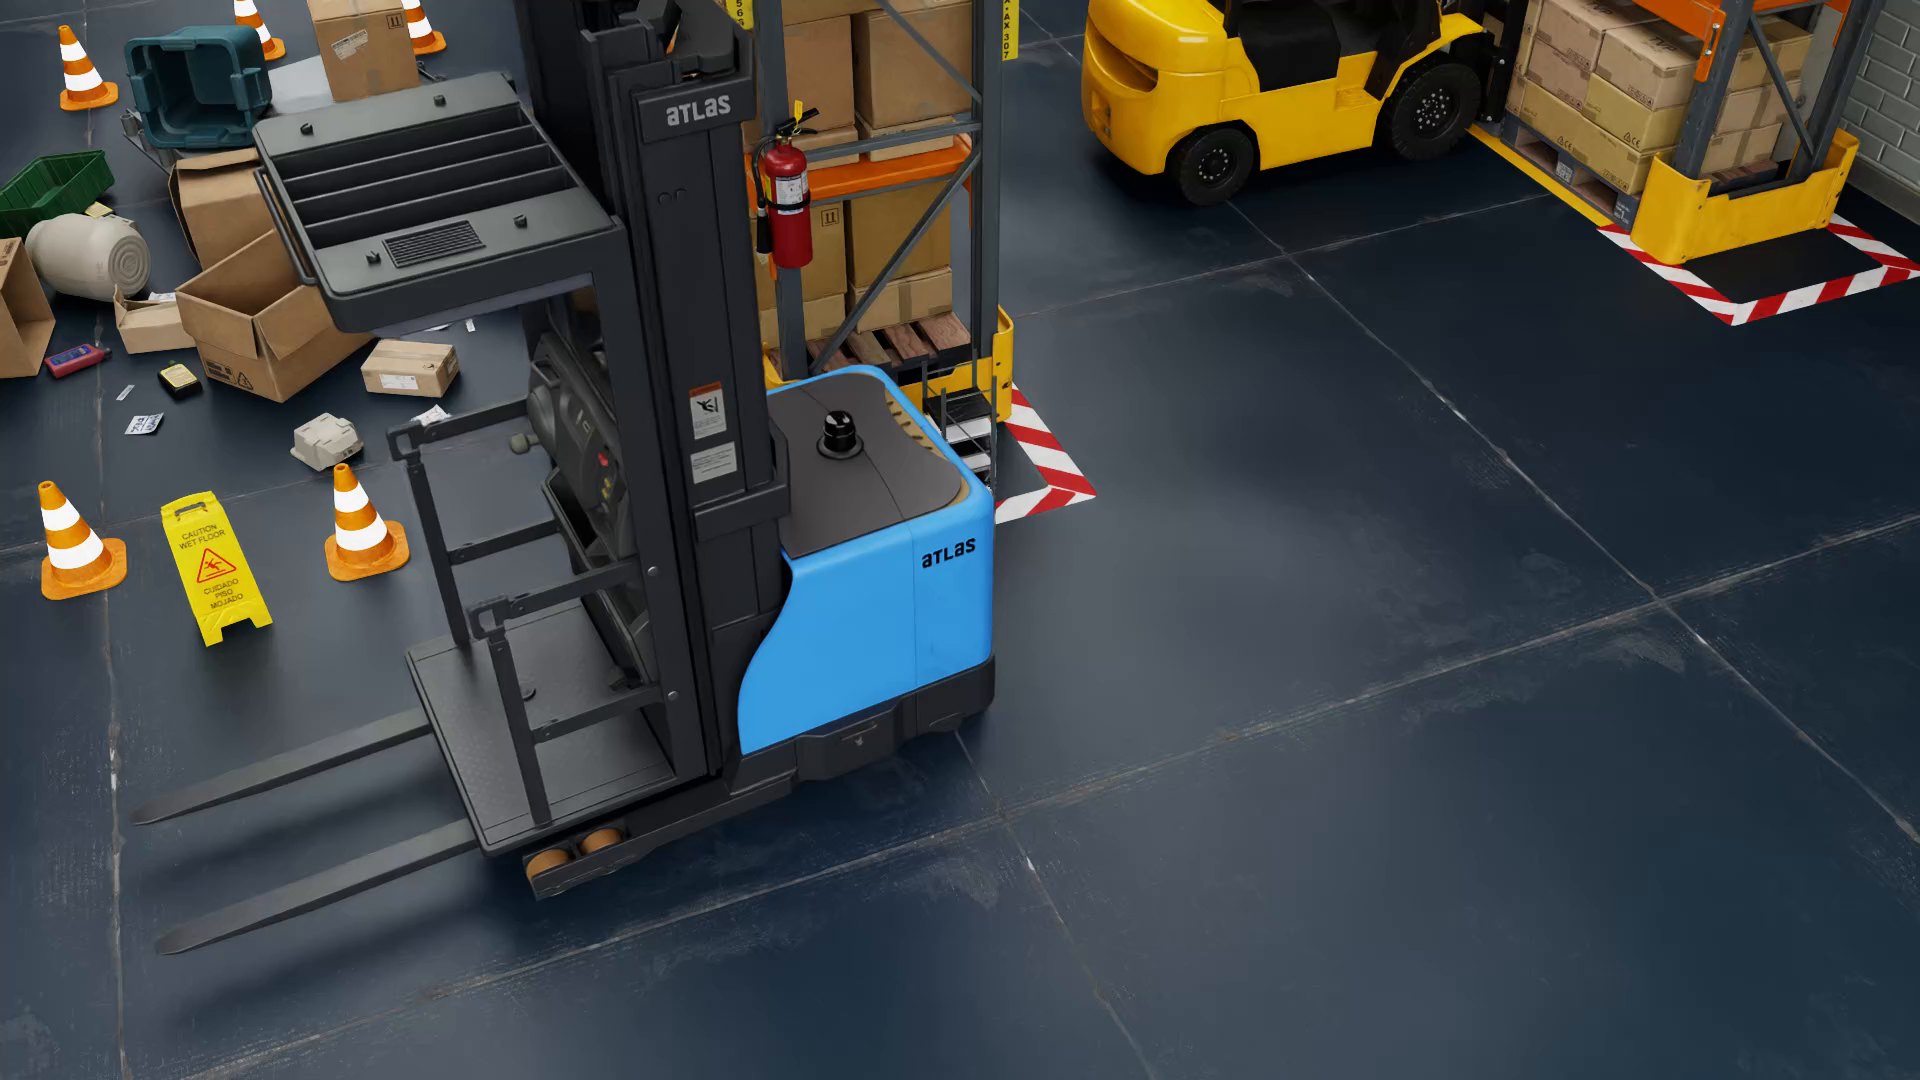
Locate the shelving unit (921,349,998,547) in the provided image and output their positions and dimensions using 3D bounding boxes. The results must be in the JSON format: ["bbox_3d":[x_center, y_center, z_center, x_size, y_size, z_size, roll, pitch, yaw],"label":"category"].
[{"bbox_3d":[-0.003,-0.346,6.962,0.258,0.900,0.210,-15,43,-17],"label":"shelving unit"}]

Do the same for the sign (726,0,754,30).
[{"bbox_3d":[-0.831,-2.065,6.220,0.100,0.325,0.005,-15,43,-17],"label":"sign"}]

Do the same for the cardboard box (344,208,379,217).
[{"bbox_3d":[-3.513,-1.979,9.348,0.396,0.266,0.258,19,44,20],"label":"cardboard box"}]

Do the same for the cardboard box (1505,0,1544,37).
[{"bbox_3d":[3.406,-3.176,9.662,0.500,0.250,0.500,-15,43,-16],"label":"cardboard box"}]

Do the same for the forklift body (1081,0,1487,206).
[{"bbox_3d":[1.863,-3.238,9.366,2.313,2.155,1.214,-15,43,-17],"label":"forklift body"}]

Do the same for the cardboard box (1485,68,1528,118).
[{"bbox_3d":[3.437,-2.799,9.991,0.500,0.250,0.500,-15,43,-16],"label":"cardboard box"}]

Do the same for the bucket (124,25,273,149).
[{"bbox_3d":[-4.194,-2.574,9.288,0.726,0.611,0.620,-2,31,-2],"label":"bucket"}]

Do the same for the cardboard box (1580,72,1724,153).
[{"bbox_3d":[3.799,-2.394,9.137,0.500,0.250,0.500,-16,43,-17],"label":"cardboard box"}]

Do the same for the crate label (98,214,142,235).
[{"bbox_3d":[-4.640,-1.657,9.072,0.250,0.136,0.298,19,44,20],"label":"crate label"}]

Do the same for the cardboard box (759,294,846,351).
[{"bbox_3d":[-0.878,-1.183,8.112,0.500,0.250,0.500,-15,43,-17],"label":"cardboard box"}]

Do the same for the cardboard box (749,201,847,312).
[{"bbox_3d":[-0.858,-1.451,7.848,0.500,0.500,0.500,-15,43,-17],"label":"cardboard box"}]

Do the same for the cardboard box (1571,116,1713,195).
[{"bbox_3d":[3.802,-2.194,9.287,0.500,0.250,0.500,-15,43,-17],"label":"cardboard box"}]

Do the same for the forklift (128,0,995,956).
[{"bbox_3d":[-1.410,-0.265,5.310,3.031,2.935,1.130,-19,44,-21],"label":"forklift"}]

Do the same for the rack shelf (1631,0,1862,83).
[{"bbox_3d":[3.509,-3.805,9.926,1.077,0.370,4.000,-15,43,-17],"label":"rack shelf"}]

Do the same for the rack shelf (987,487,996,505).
[{"bbox_3d":[-0.003,-0.184,7.101,0.258,0.077,0.200,-15,43,-17],"label":"rack shelf"}]

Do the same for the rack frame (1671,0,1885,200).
[{"bbox_3d":[4.274,-2.873,8.290,1.000,3.000,0.127,-15,43,-17],"label":"rack frame"}]

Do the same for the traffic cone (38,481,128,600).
[{"bbox_3d":[-3.737,-0.049,6.952,0.336,0.463,0.334,-15,43,-17],"label":"traffic cone"}]

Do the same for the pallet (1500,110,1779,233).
[{"bbox_3d":[3.942,-2.266,9.723,1.003,0.211,1.213,-15,43,-17],"label":"pallet"}]

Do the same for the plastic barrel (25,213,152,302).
[{"bbox_3d":[-4.525,-1.468,8.633,0.512,0.421,0.421,12,42,13],"label":"plastic barrel"}]

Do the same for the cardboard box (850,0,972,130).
[{"bbox_3d":[-0.236,-2.137,7.130,0.500,0.500,0.500,-16,43,-18],"label":"cardboard box"}]

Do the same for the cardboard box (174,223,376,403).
[{"bbox_3d":[-3.322,-1.112,8.157,0.637,0.503,0.797,19,44,20],"label":"cardboard box"}]

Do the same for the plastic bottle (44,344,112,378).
[{"bbox_3d":[-4.372,-0.902,8.252,0.283,0.061,0.133,-31,49,-31],"label":"plastic bottle"}]

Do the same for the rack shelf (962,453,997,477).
[{"bbox_3d":[-0.003,-0.321,6.984,0.258,0.077,0.200,-15,43,-17],"label":"rack shelf"}]

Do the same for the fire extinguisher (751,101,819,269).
[{"bbox_3d":[-0.693,-1.419,6.659,0.296,0.674,0.183,-15,43,-17],"label":"fire extinguisher"}]

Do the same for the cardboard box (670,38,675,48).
[{"bbox_3d":[-1.206,-2.462,8.005,0.380,0.149,0.250,-16,43,-17],"label":"cardboard box"}]

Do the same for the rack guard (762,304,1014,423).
[{"bbox_3d":[-0.340,-0.730,7.716,1.175,0.500,0.348,-15,43,-17],"label":"rack guard"}]

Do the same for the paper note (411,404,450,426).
[{"bbox_3d":[-2.512,-0.579,7.900,0.148,0.019,0.142,-31,49,-31],"label":"paper note"}]

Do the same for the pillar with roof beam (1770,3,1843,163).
[{"bbox_3d":[0.863,-4.718,5.834,9.100,9.000,0.400,-15,43,-17],"label":"pillar with roof beam"}]

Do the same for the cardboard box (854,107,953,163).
[{"bbox_3d":[-0.249,-1.793,7.227,0.380,0.149,0.250,-15,43,-17],"label":"cardboard box"}]

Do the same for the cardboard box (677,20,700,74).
[{"bbox_3d":[-0.960,-2.344,7.370,0.500,0.500,0.500,-15,43,-17],"label":"cardboard box"}]

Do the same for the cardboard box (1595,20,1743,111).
[{"bbox_3d":[3.809,-2.568,8.956,0.500,0.250,0.500,-14,43,-15],"label":"cardboard box"}]

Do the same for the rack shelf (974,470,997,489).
[{"bbox_3d":[-0.003,-0.253,7.043,0.258,0.077,0.200,-15,43,-17],"label":"rack shelf"}]

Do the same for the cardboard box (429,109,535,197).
[{"bbox_3d":[-2.688,-2.110,9.318,0.500,0.500,0.500,12,42,13],"label":"cardboard box"}]

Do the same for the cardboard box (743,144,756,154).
[{"bbox_3d":[-0.851,-1.834,7.274,0.380,0.149,0.250,-16,43,-17],"label":"cardboard box"}]

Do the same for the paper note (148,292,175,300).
[{"bbox_3d":[-4.166,-1.256,8.693,0.172,0.023,0.155,-2,41,-2],"label":"paper note"}]

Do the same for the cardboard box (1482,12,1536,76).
[{"bbox_3d":[3.400,-3.005,9.847,0.500,0.250,0.500,-16,43,-18],"label":"cardboard box"}]

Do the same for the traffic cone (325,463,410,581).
[{"bbox_3d":[-2.563,-0.126,7.041,0.336,0.463,0.334,-15,43,-17],"label":"traffic cone"}]

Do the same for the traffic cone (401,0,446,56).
[{"bbox_3d":[-3.609,-3.478,10.939,0.336,0.463,0.334,-15,43,-17],"label":"traffic cone"}]

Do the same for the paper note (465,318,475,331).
[{"bbox_3d":[-2.513,-1.104,8.526,0.032,0.001,0.123,-15,43,-17],"label":"paper note"}]

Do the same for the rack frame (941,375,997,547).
[{"bbox_3d":[0.036,-0.285,6.891,0.240,0.900,0.006,-15,43,-17],"label":"rack frame"}]

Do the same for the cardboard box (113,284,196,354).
[{"bbox_3d":[-4.017,-1.133,8.364,0.396,0.266,0.258,-8,41,-9],"label":"cardboard box"}]
